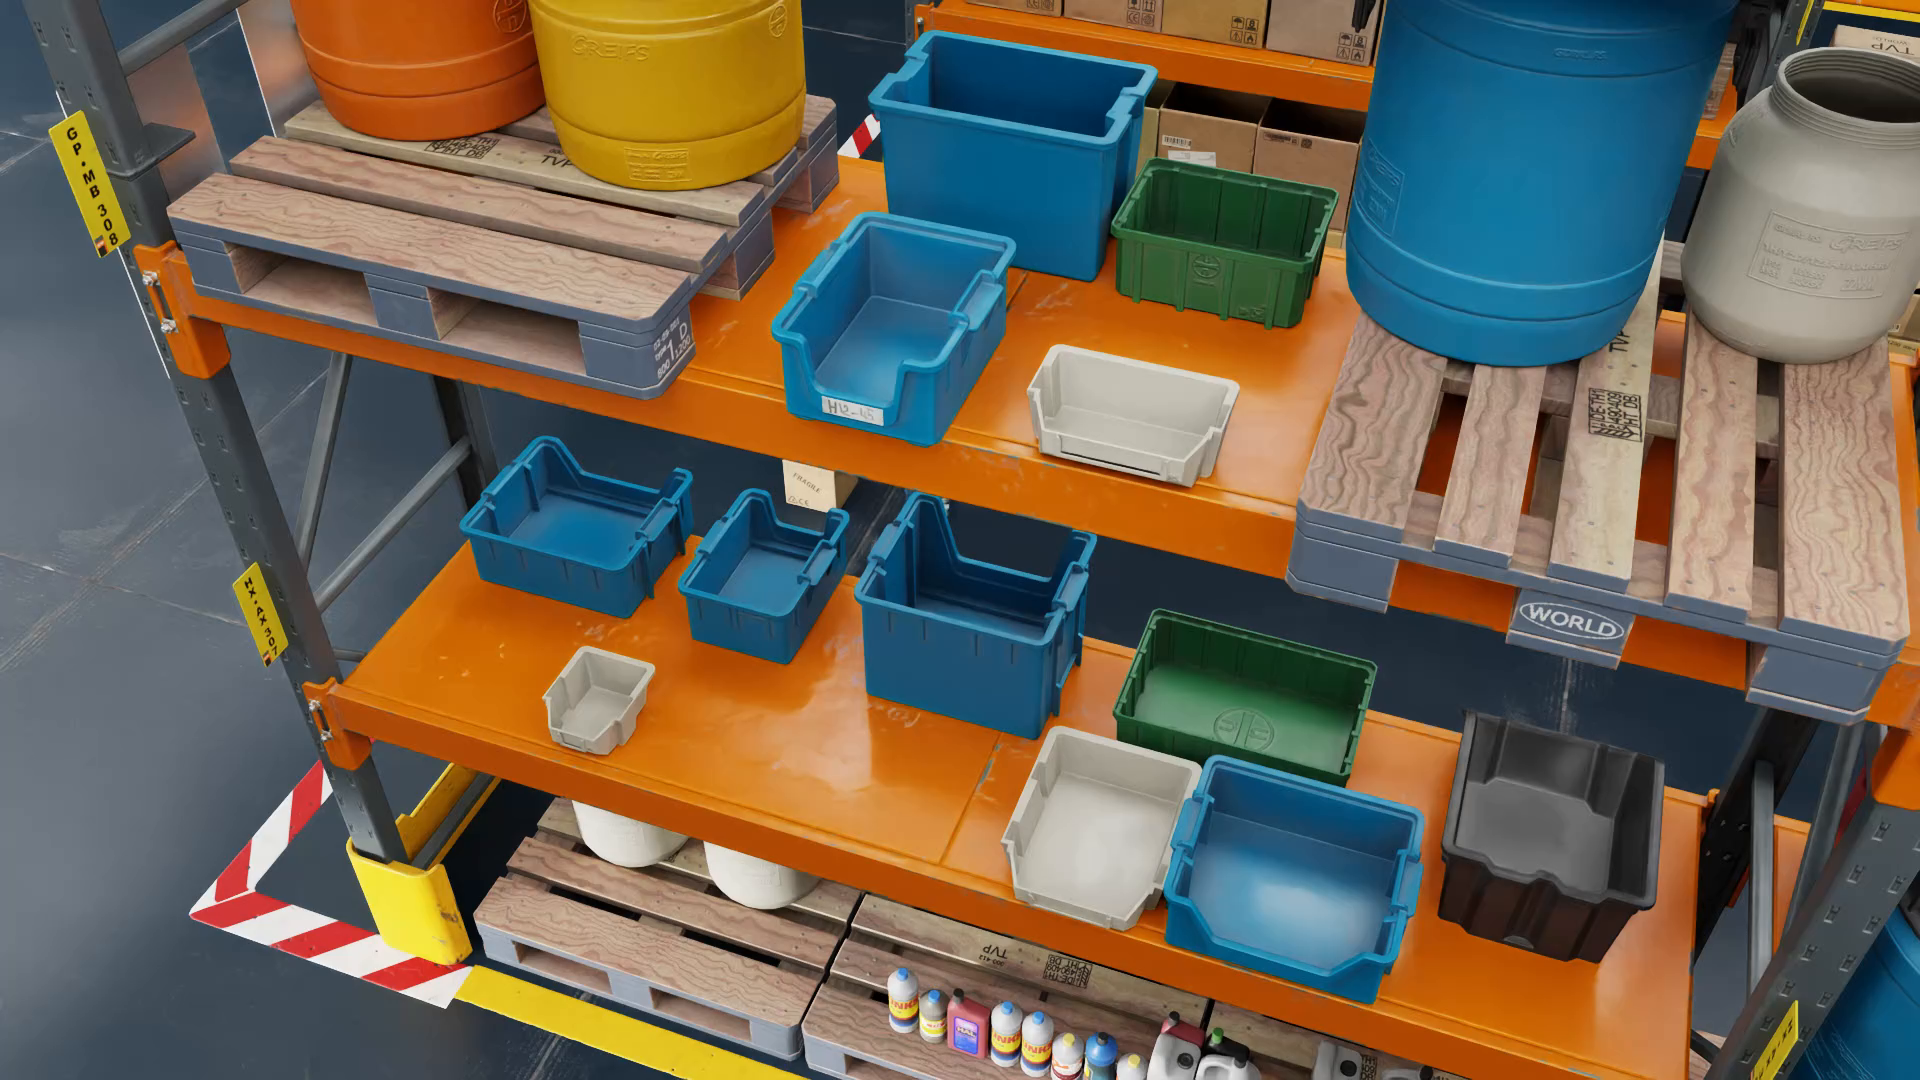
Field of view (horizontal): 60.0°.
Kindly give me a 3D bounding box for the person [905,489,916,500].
[{"bbox_3d":[-0.155,-0.655,6.879,0.466,1.575,0.750,-11,43,-12],"label":"person"}]
